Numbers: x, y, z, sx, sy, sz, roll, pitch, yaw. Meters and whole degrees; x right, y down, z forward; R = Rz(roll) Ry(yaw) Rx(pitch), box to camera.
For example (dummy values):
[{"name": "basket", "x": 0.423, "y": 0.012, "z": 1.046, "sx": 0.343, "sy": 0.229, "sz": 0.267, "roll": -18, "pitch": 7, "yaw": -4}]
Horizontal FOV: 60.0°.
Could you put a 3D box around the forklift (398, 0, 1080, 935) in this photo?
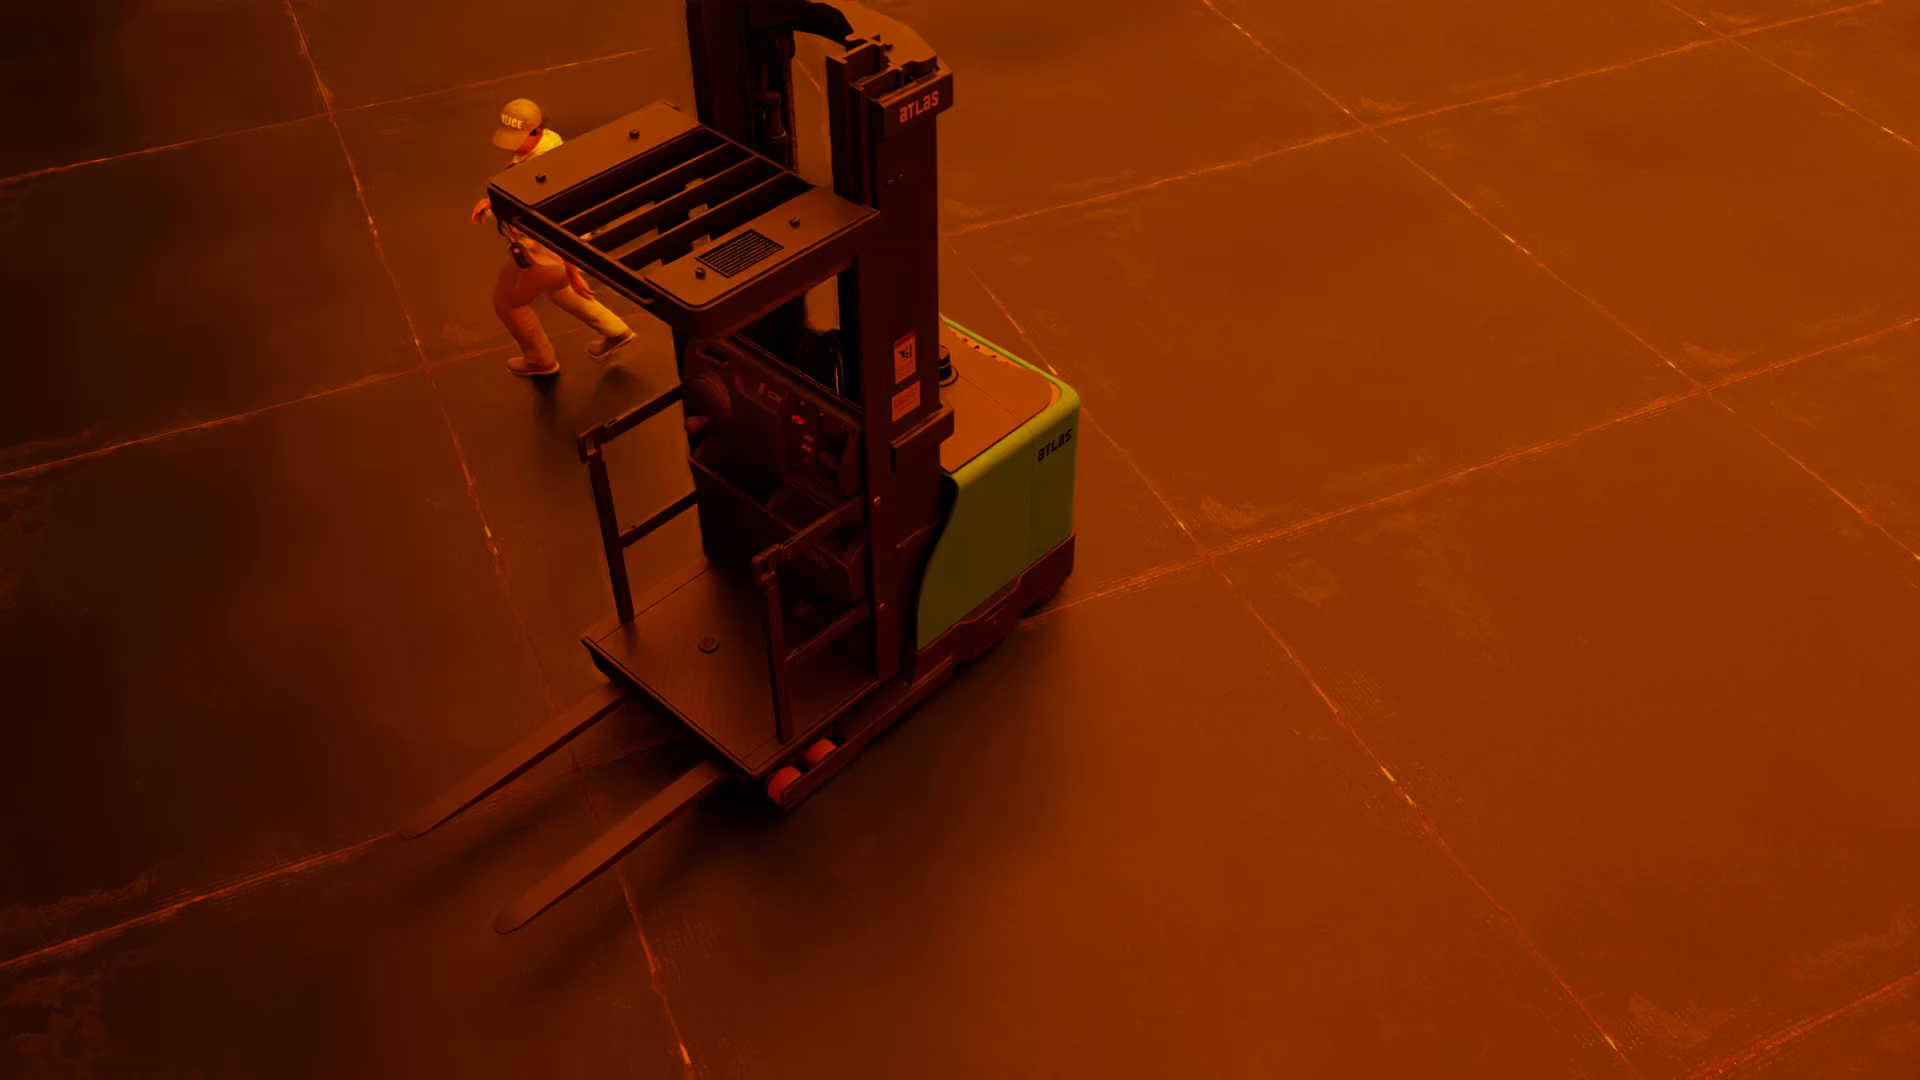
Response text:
[{"name": "forklift", "x": -0.857, "y": -0.396, "z": 6.105, "sx": 1.130, "sy": 2.935, "sz": 3.031, "roll": 33, "pitch": 52, "yaw": 30}]

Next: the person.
[{"name": "person", "x": -2.052, "y": -1.461, "z": 8.246, "sx": 0.717, "sy": 1.595, "sz": 0.561, "roll": 11, "pitch": 44, "yaw": 11}]
